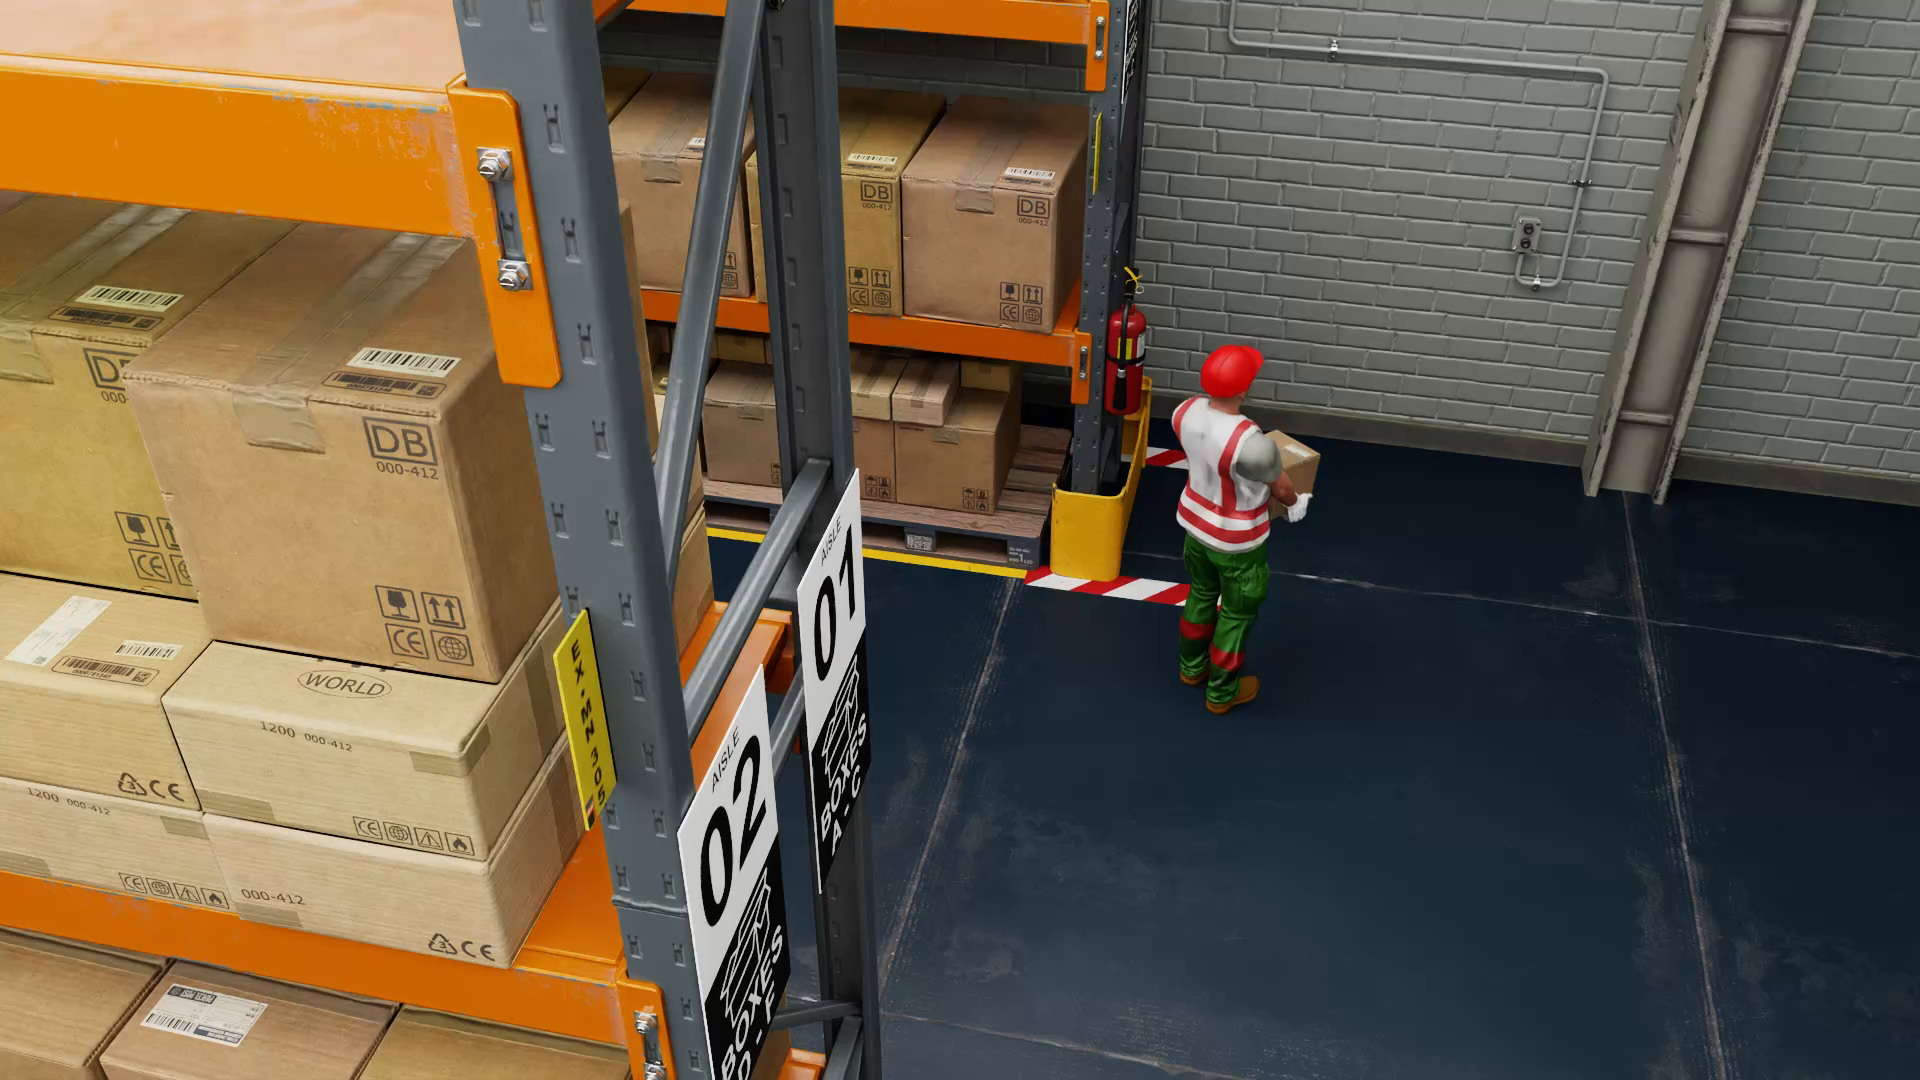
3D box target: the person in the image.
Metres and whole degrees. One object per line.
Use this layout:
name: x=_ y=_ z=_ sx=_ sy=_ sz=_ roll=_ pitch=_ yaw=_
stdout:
person: x=1.185 y=-0.088 z=7.070 sx=0.568 sy=1.783 sz=0.494 roll=-25 pitch=43 yaw=-30
